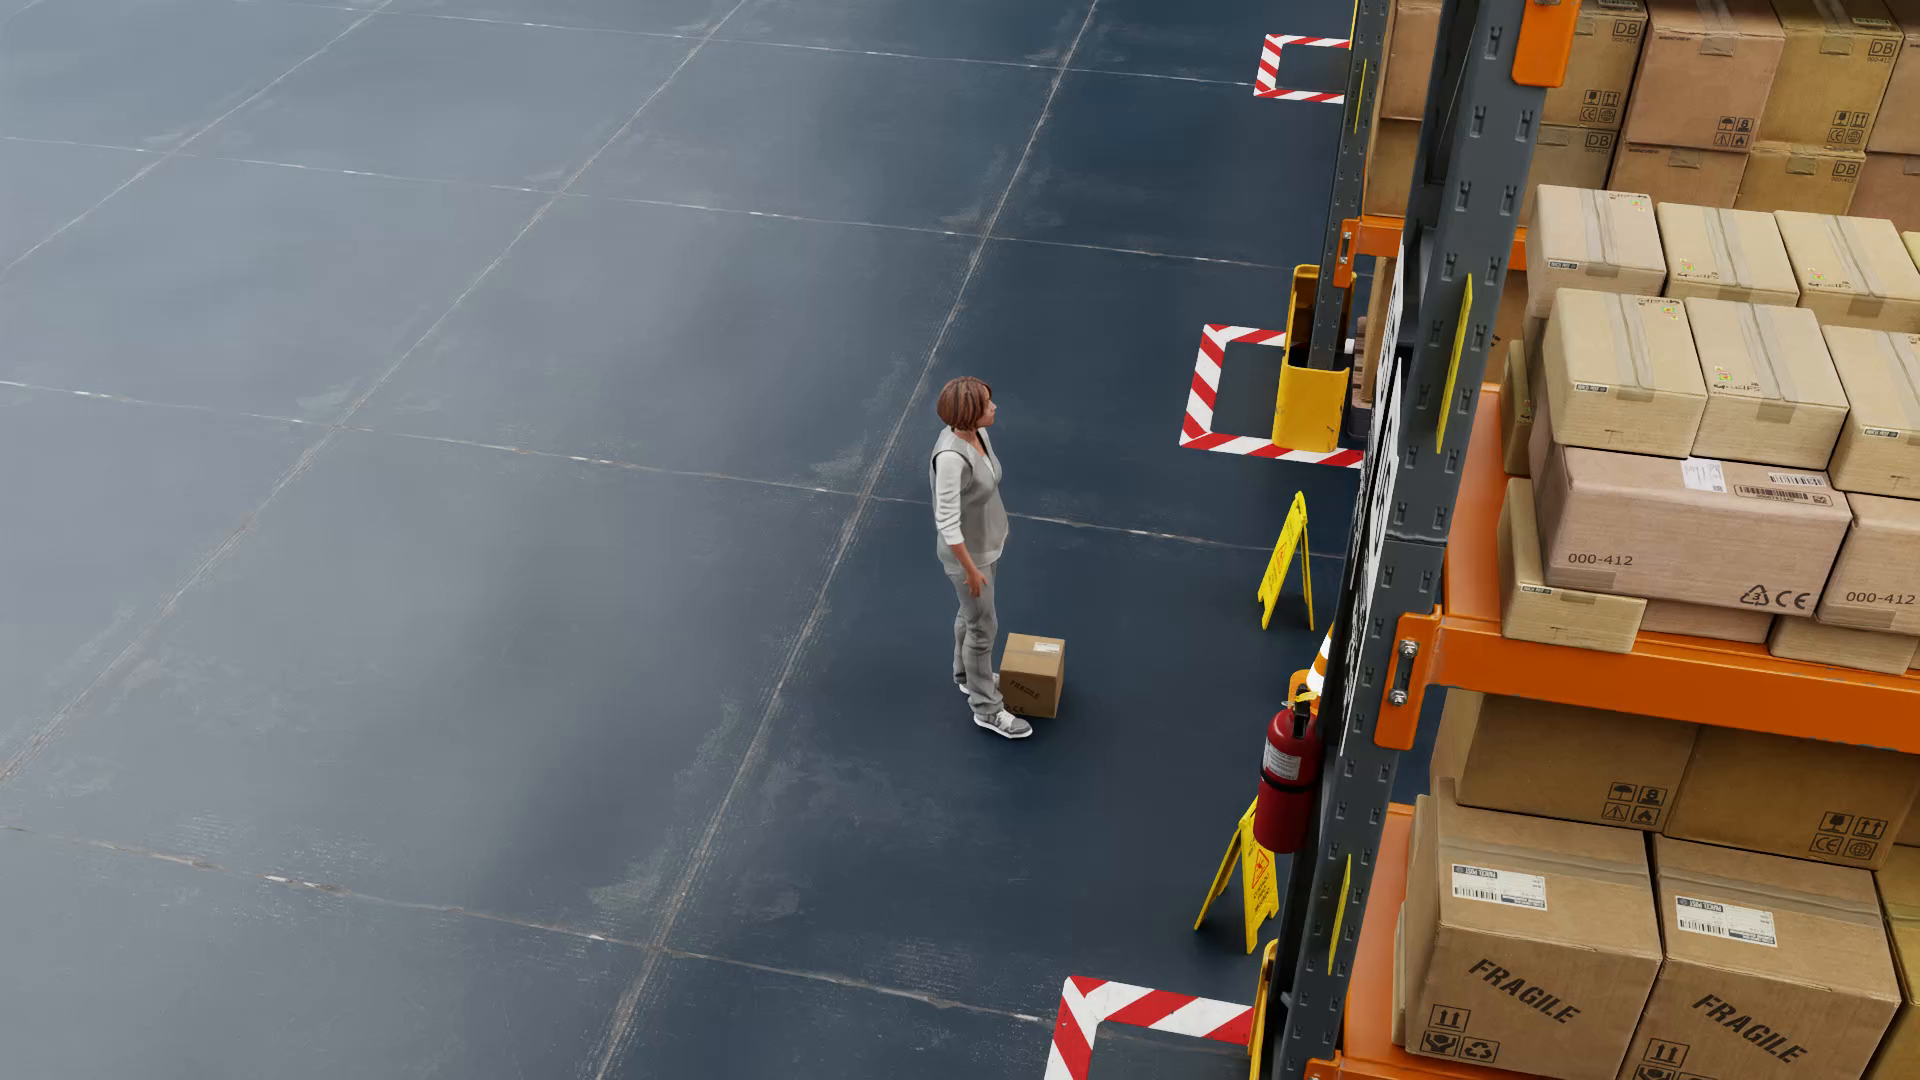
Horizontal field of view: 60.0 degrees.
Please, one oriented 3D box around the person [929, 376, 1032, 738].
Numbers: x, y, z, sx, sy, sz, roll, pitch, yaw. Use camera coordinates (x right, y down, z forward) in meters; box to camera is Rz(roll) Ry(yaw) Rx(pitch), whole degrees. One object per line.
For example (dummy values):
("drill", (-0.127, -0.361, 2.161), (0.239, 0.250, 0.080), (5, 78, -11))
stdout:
("person", (0.125, 0.049, 6.890), (0.475, 1.596, 0.520), (8, 38, 10))
